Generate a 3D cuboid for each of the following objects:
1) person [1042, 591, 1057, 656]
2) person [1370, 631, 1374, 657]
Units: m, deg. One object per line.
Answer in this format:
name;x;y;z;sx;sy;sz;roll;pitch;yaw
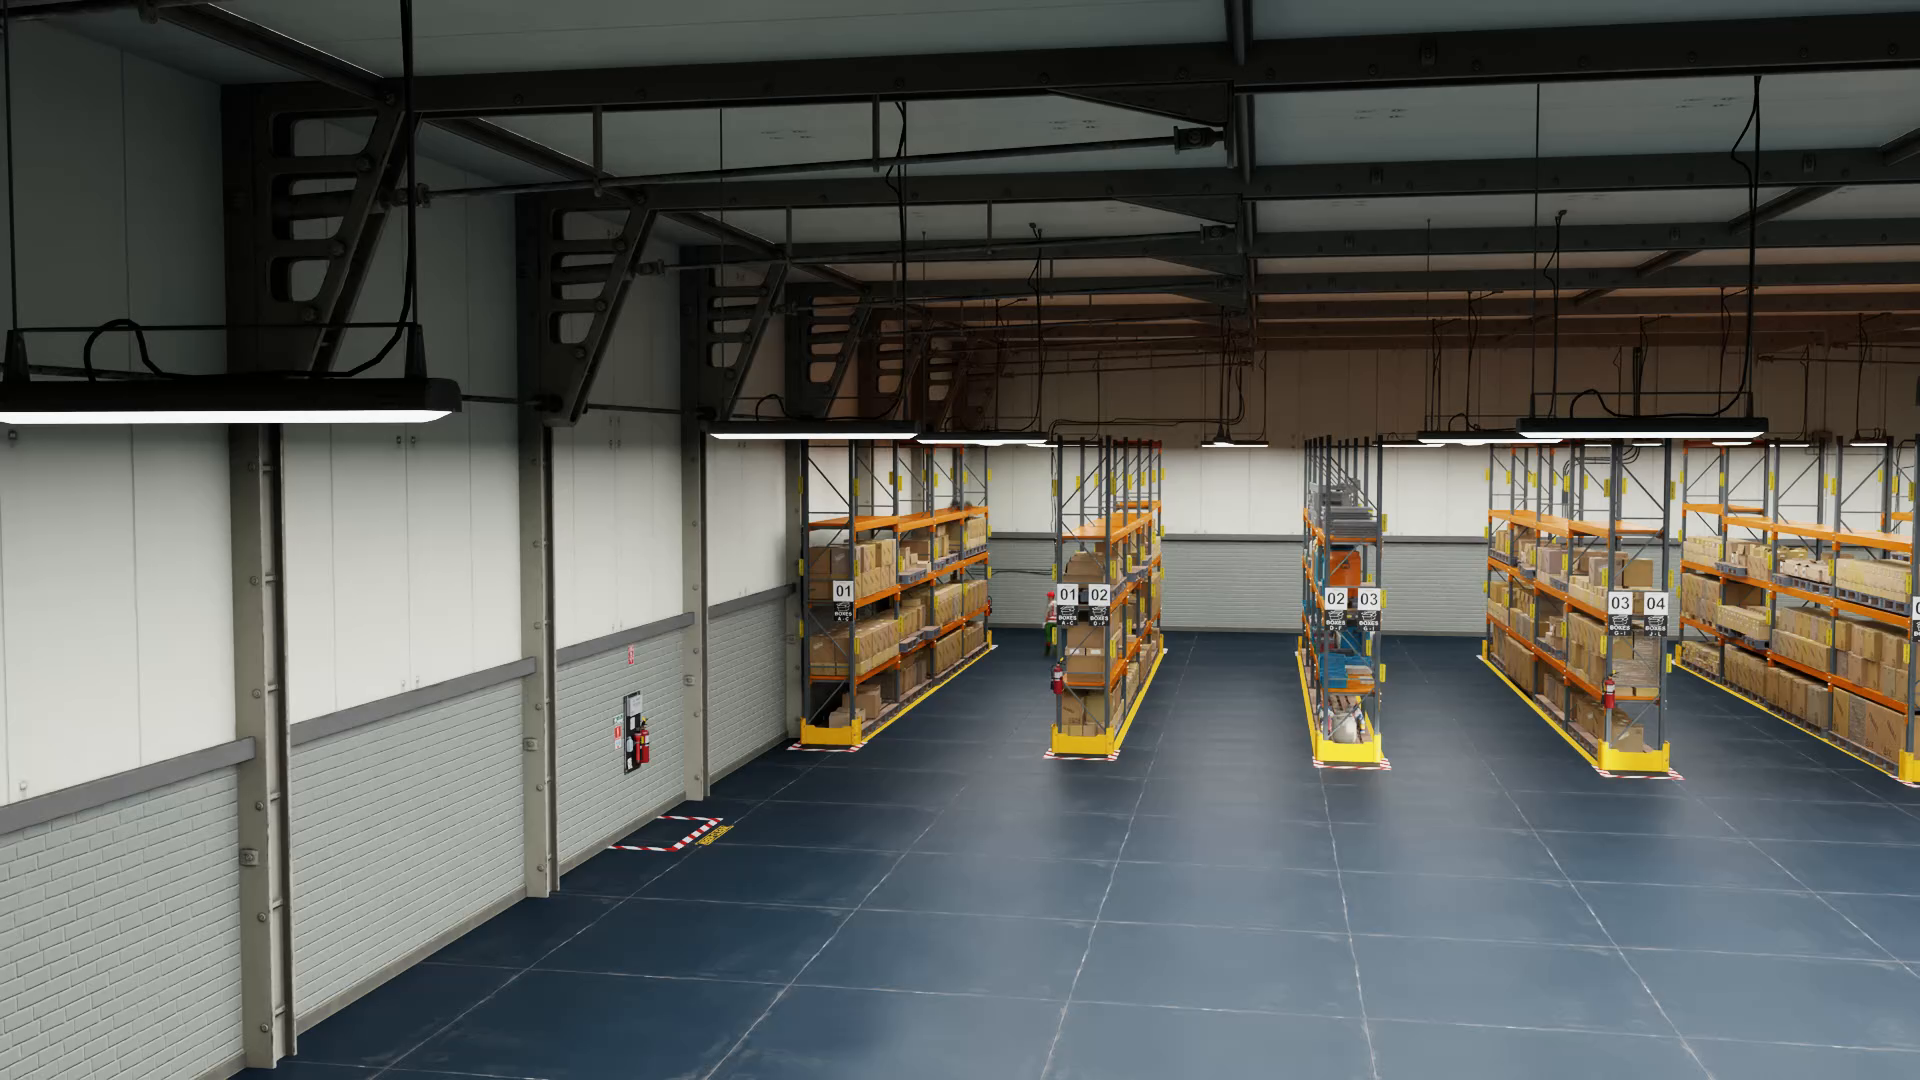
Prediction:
person;2.517;2.316;46.409;0.401;1.803;0.594;2;4;35
person;10.587;2.479;43.574;0.583;1.795;0.586;-2;4;-33
